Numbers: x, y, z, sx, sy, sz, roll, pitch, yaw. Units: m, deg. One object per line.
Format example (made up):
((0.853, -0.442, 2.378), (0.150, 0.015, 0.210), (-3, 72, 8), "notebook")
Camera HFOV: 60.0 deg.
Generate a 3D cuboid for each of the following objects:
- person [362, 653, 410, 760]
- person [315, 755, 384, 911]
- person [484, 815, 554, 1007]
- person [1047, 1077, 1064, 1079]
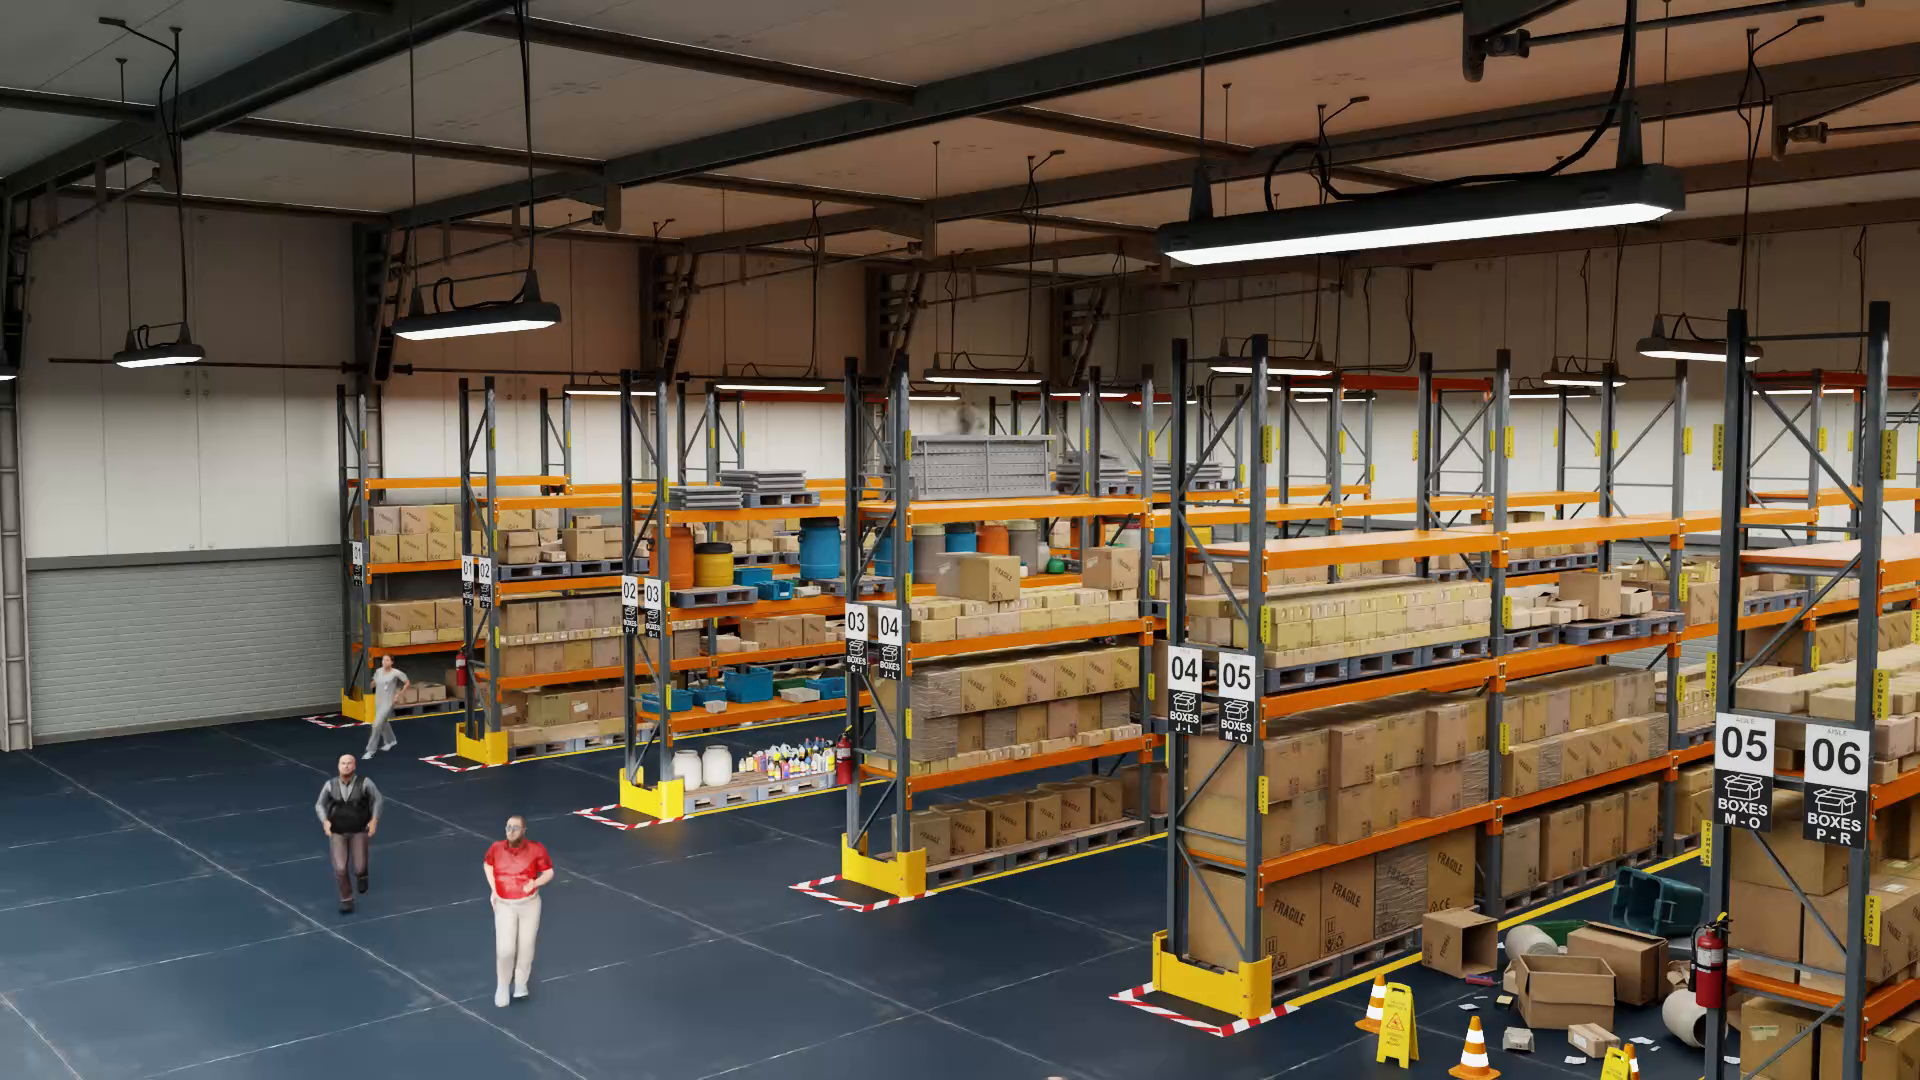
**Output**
((-9.074, 2.610, 26.367), (0.578, 1.680, 0.775), (2, 4, 25), "person")
((-6.600, 3.144, 17.992), (0.705, 1.678, 0.614), (-1, 4, -15), "person")
((-3.970, 3.348, 14.945), (0.631, 1.748, 0.709), (-1, 4, -11), "person")
((0.495, 3.687, 8.620), (0.693, 1.816, 0.896), (0, 4, 3), "person")
